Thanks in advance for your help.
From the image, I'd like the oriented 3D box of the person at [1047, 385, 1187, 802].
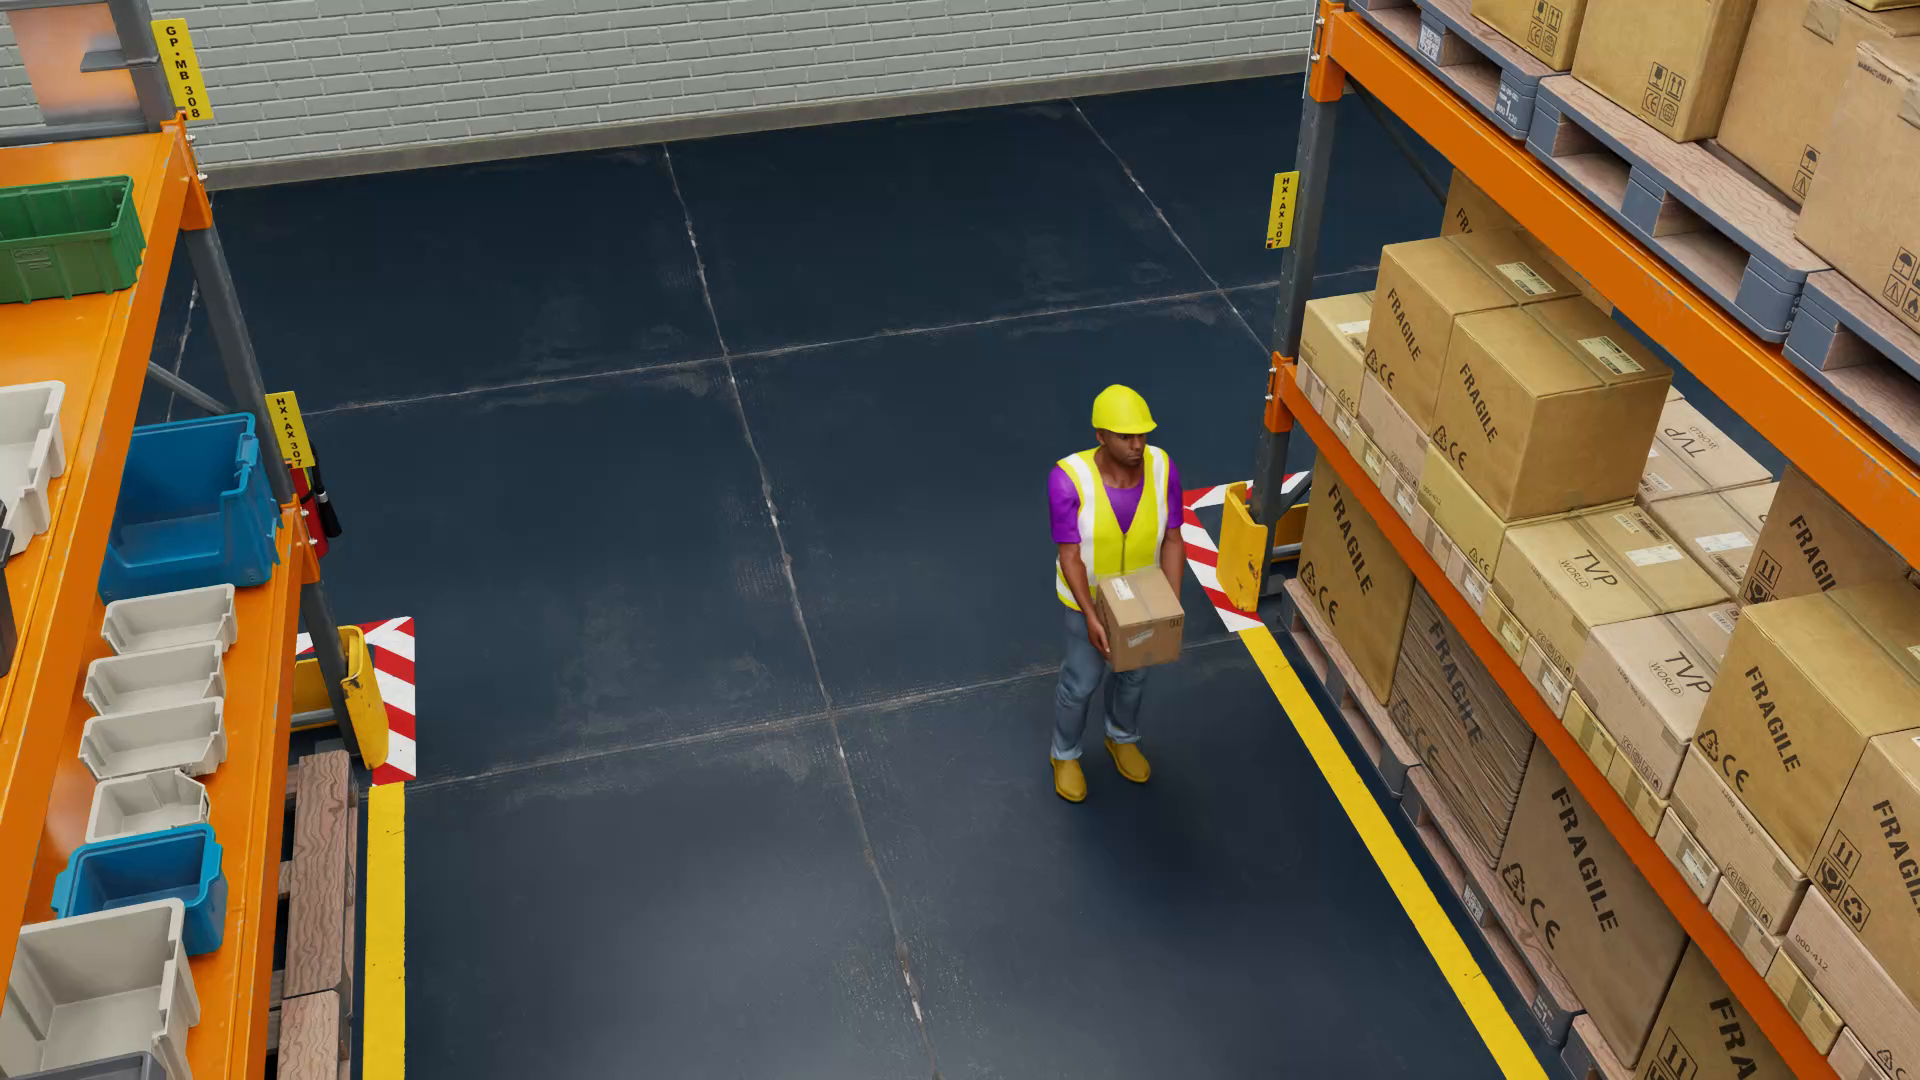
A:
[{"bbox_3d":[0.612,0.255,6.365,0.520,1.771,0.566,-9,39,-12],"label":"person"}]
